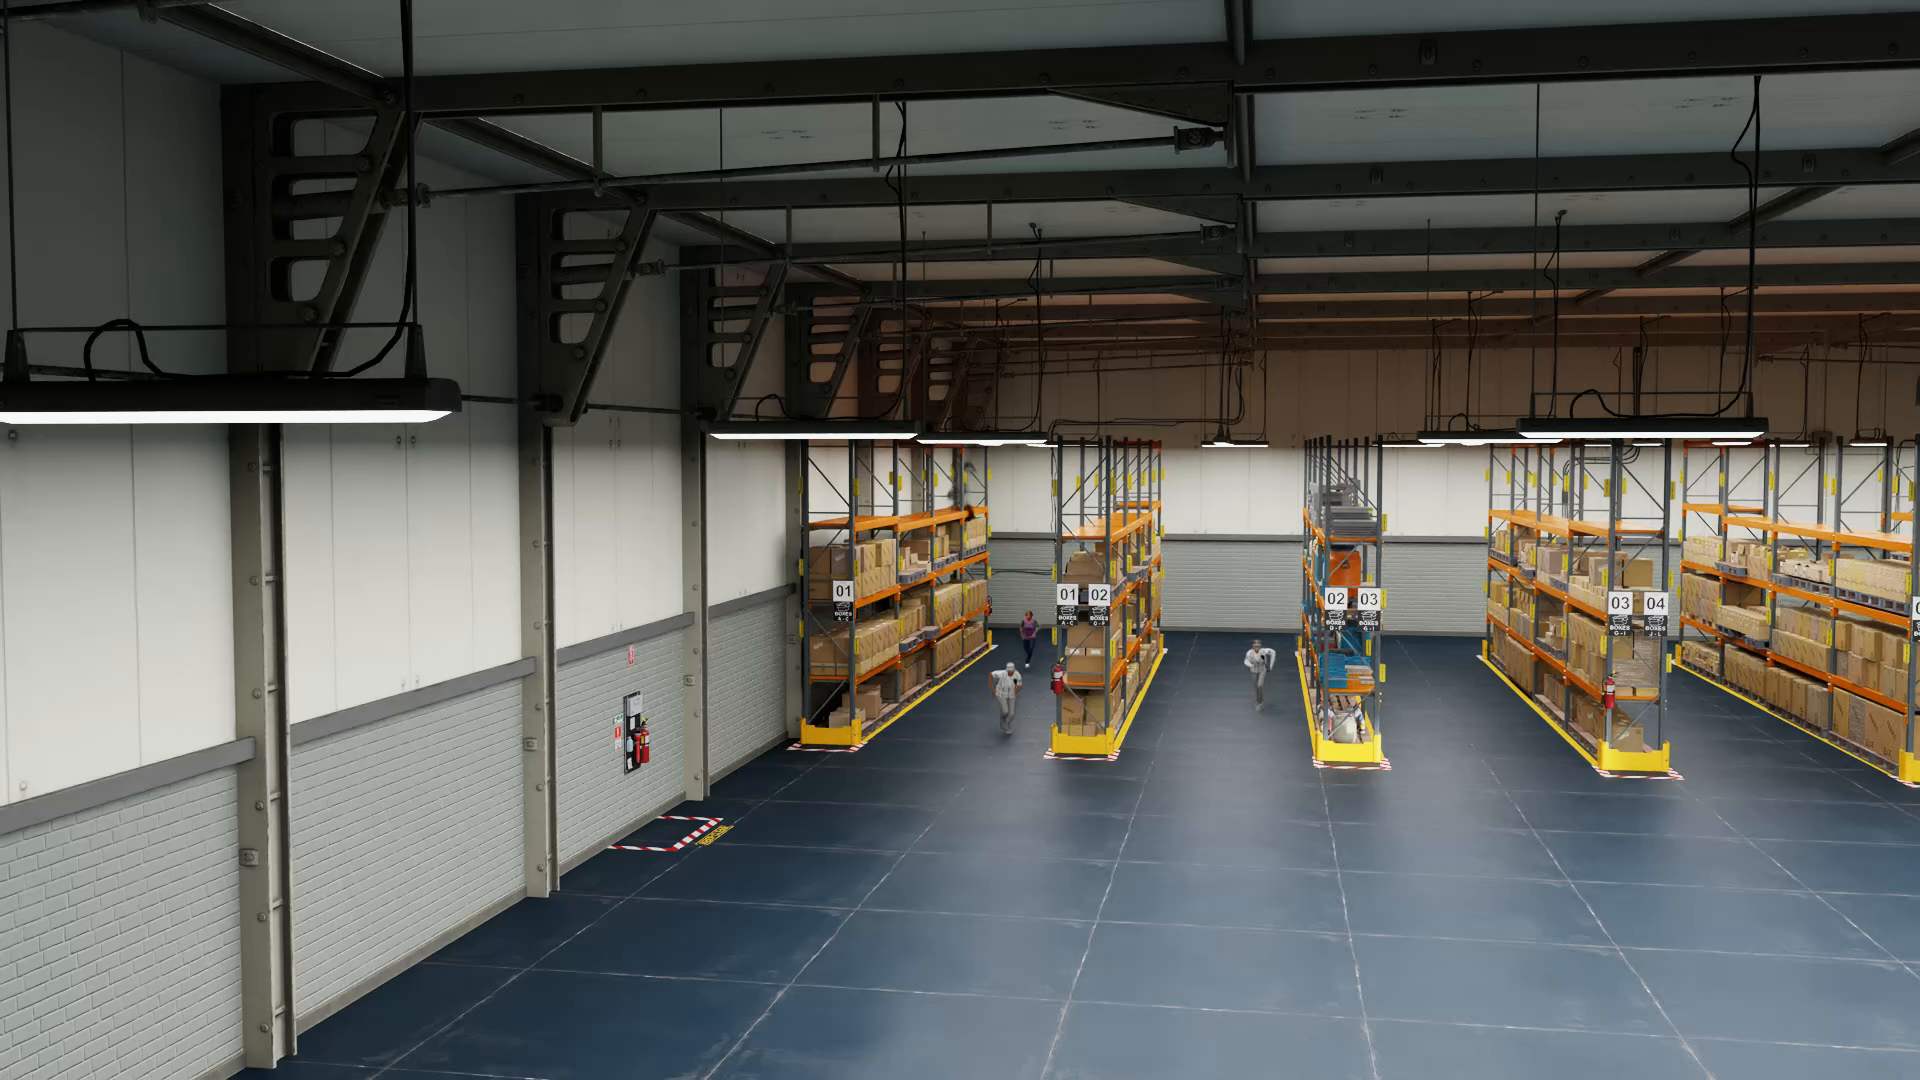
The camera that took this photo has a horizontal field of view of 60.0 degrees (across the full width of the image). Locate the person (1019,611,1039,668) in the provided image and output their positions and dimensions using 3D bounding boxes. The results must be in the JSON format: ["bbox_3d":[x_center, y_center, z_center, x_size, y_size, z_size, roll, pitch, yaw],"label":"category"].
[{"bbox_3d":[1.830,2.605,43.928,0.532,1.533,0.710,0,3,3],"label":"person"}]

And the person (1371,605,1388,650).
[{"bbox_3d":[11.765,2.311,47.671,0.942,1.707,0.646,1,3,21],"label":"person"}]

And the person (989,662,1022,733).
[{"bbox_3d":[0.911,3.169,33.383,0.637,1.496,0.859,-1,3,-12],"label":"person"}]

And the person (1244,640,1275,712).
[{"bbox_3d":[6.626,2.981,36.704,0.653,1.612,0.949,1,3,19],"label":"person"}]
